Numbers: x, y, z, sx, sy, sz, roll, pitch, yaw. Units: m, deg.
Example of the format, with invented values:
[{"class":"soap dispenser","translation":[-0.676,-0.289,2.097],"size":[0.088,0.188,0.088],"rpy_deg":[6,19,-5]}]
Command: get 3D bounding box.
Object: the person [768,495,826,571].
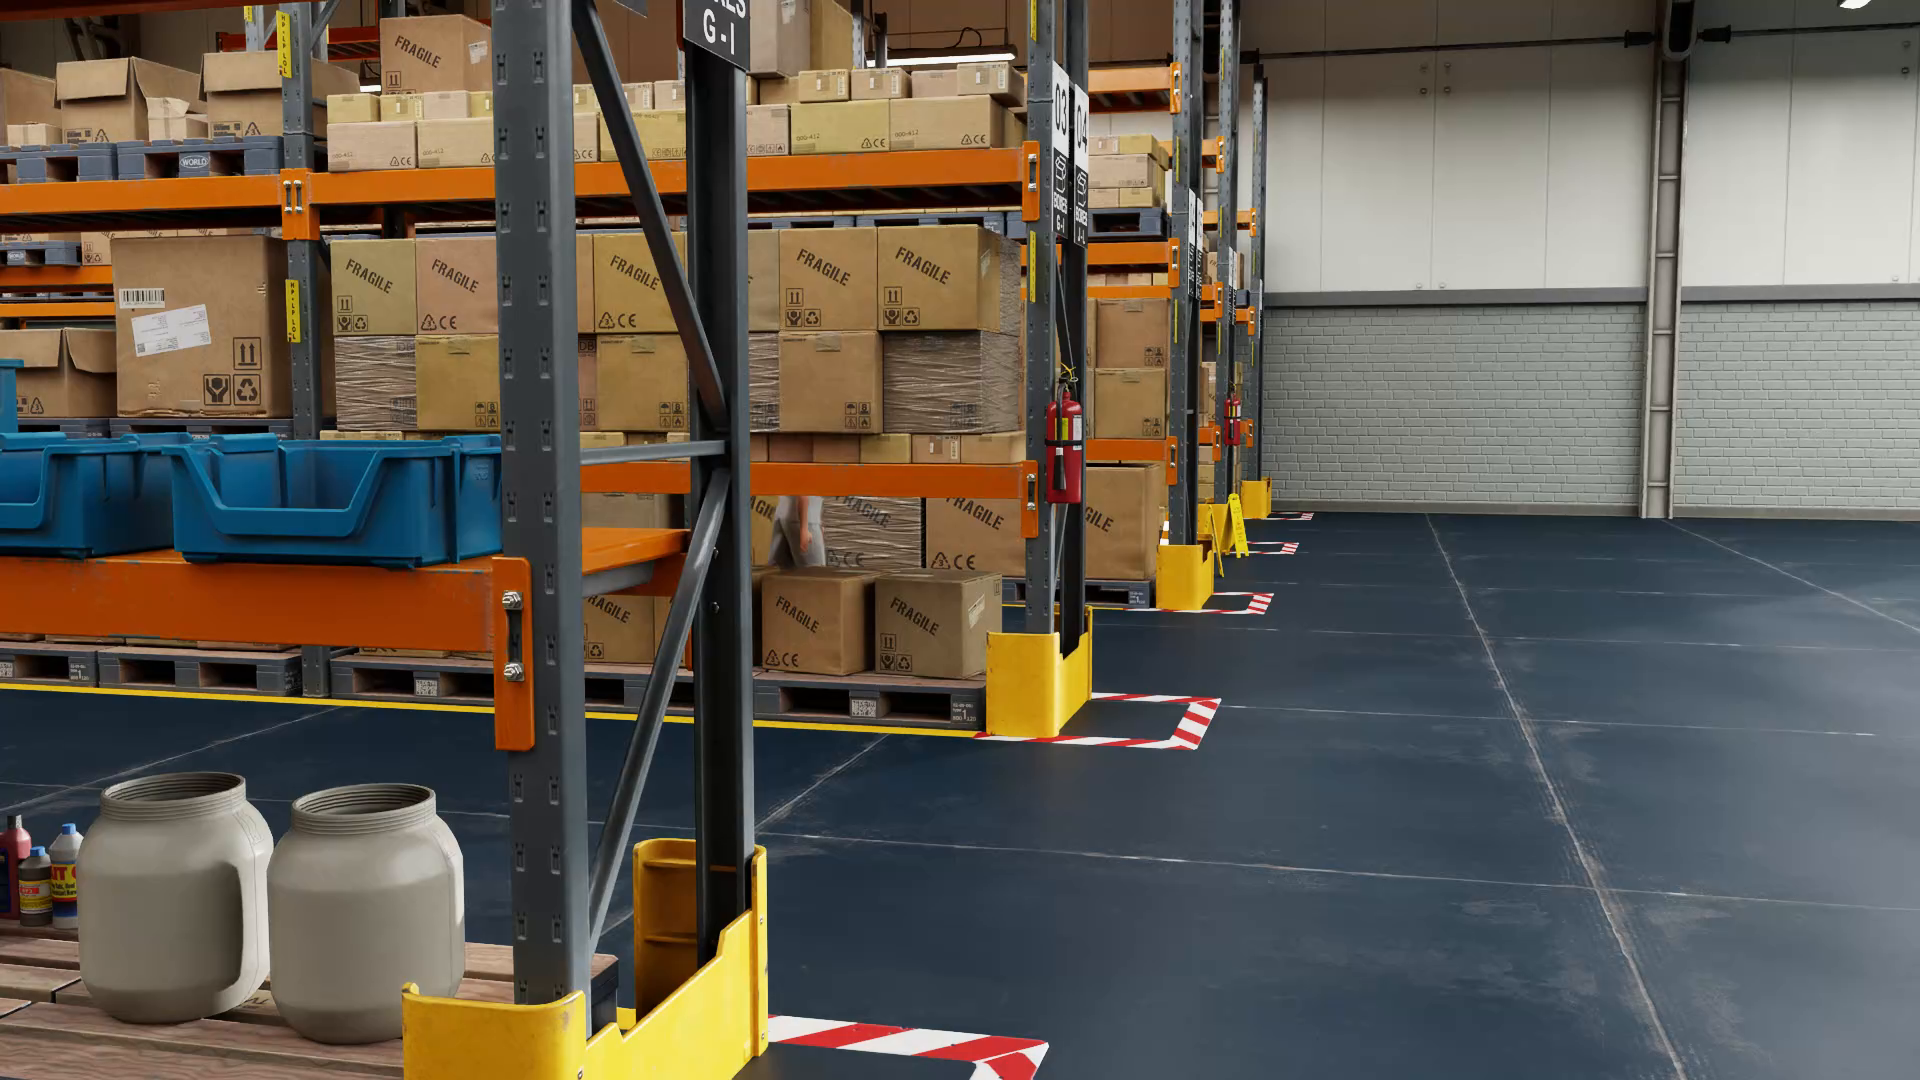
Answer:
[{"class":"person","translation":[-1.004,-0.082,10.211],"size":[0.646,1.667,0.491],"rpy_deg":[-2,5,-22]}]
